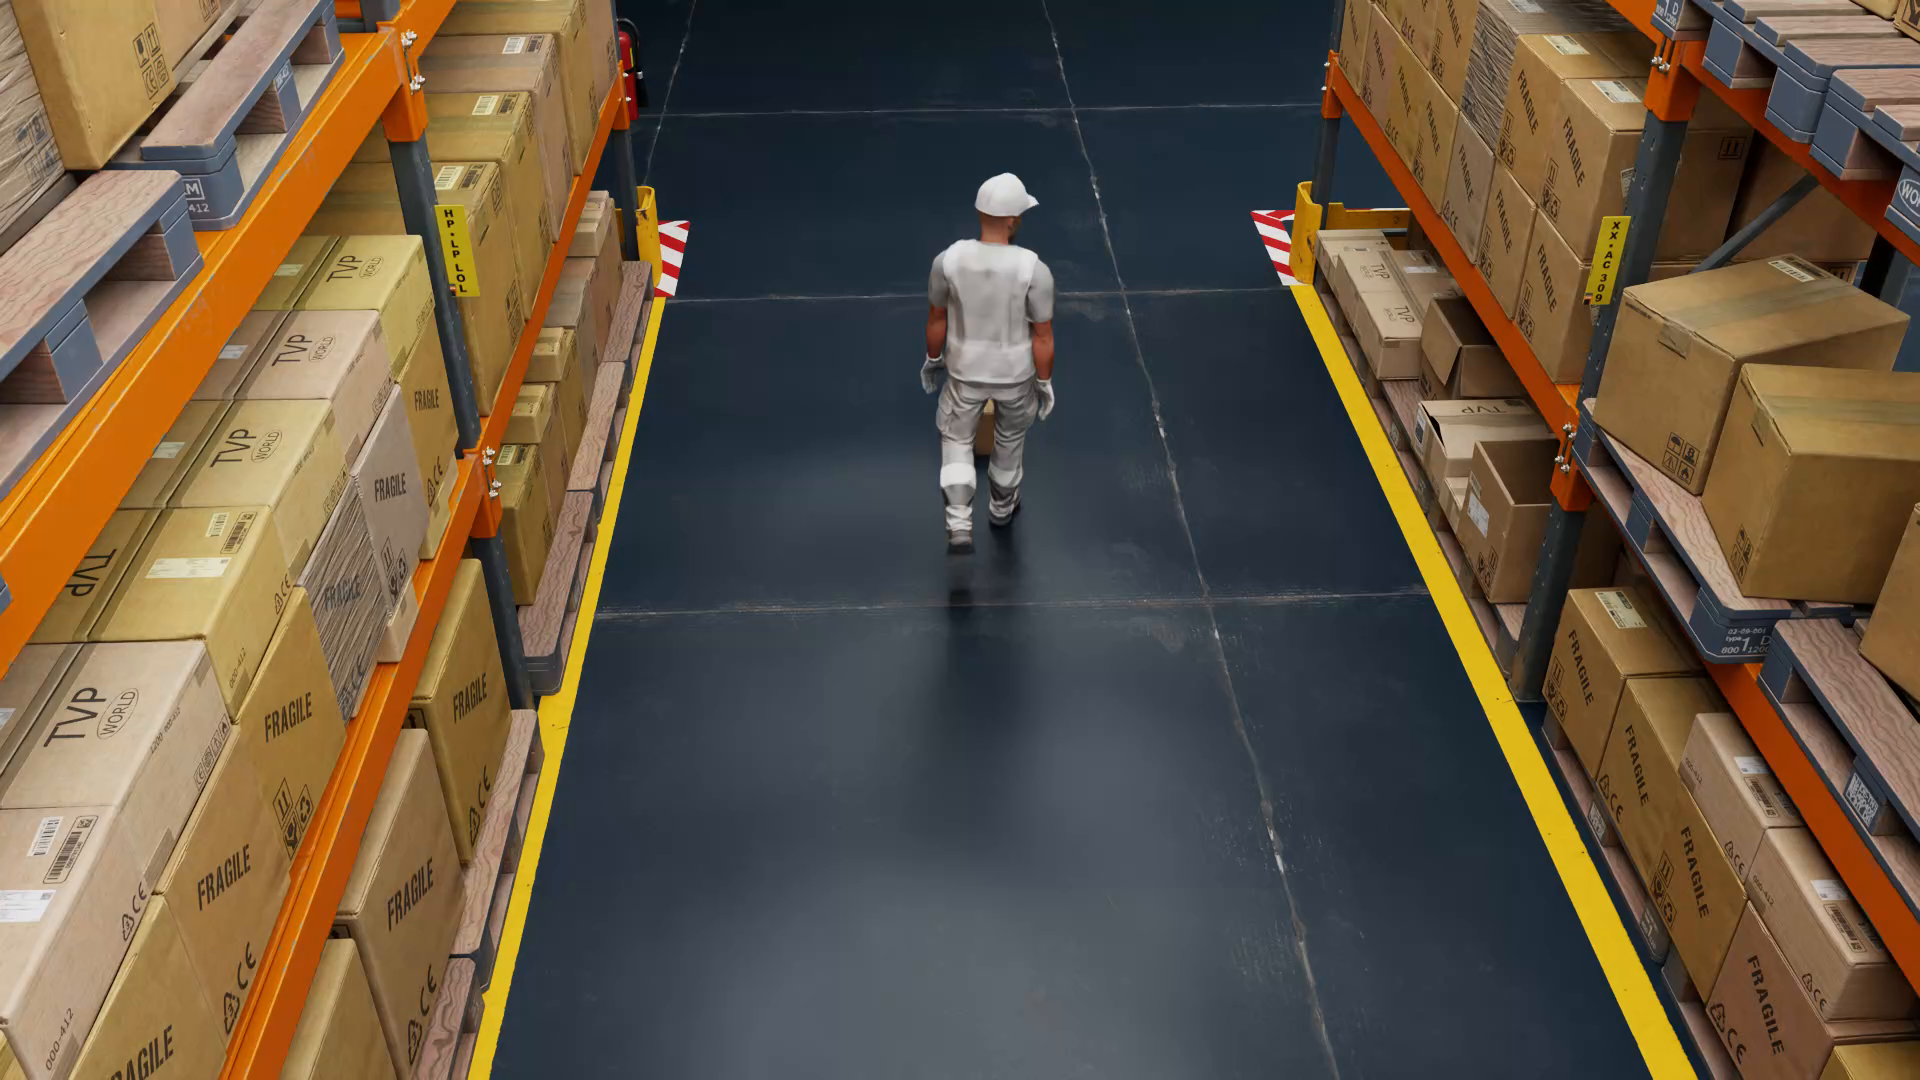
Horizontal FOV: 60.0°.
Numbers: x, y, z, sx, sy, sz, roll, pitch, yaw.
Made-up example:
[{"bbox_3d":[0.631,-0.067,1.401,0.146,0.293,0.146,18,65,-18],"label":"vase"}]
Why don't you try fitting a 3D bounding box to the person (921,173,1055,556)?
[{"bbox_3d":[0.118,-0.719,7.149,0.596,1.772,0.840,5,35,7],"label":"person"}]
